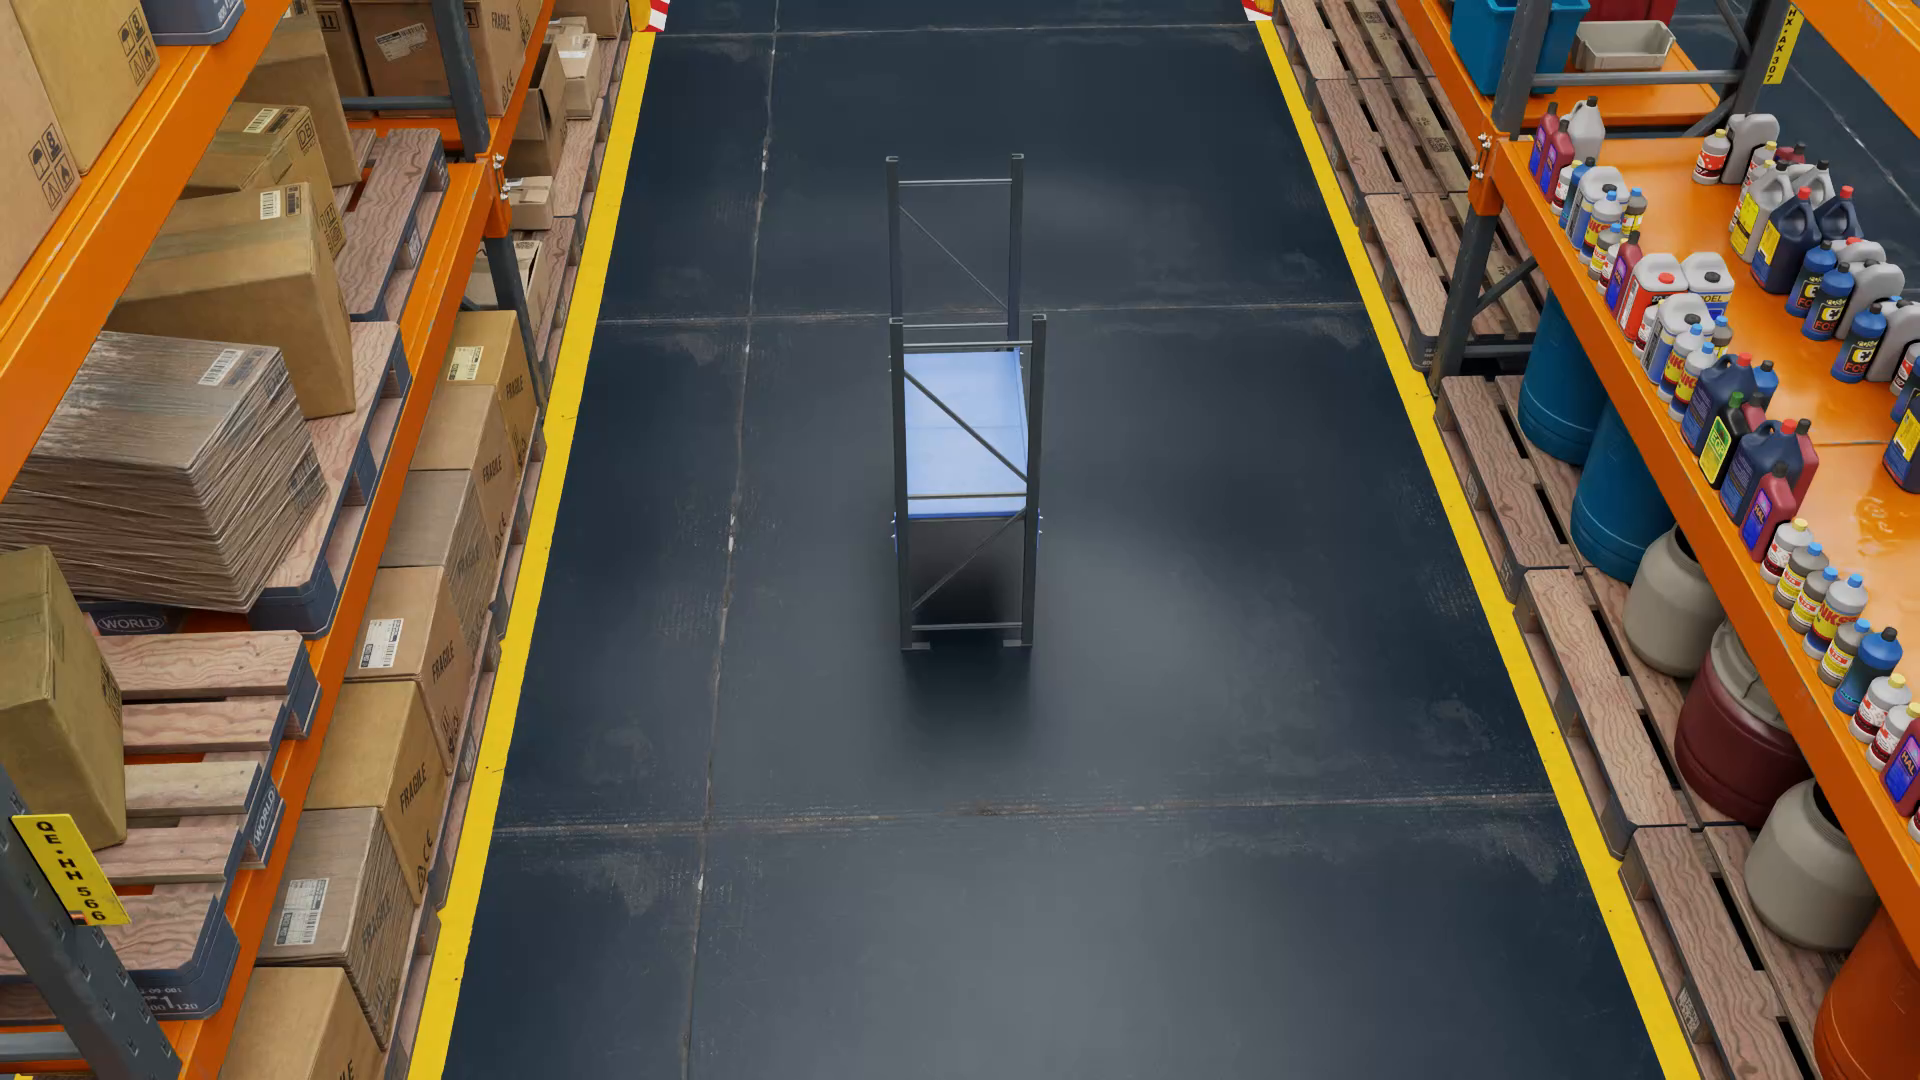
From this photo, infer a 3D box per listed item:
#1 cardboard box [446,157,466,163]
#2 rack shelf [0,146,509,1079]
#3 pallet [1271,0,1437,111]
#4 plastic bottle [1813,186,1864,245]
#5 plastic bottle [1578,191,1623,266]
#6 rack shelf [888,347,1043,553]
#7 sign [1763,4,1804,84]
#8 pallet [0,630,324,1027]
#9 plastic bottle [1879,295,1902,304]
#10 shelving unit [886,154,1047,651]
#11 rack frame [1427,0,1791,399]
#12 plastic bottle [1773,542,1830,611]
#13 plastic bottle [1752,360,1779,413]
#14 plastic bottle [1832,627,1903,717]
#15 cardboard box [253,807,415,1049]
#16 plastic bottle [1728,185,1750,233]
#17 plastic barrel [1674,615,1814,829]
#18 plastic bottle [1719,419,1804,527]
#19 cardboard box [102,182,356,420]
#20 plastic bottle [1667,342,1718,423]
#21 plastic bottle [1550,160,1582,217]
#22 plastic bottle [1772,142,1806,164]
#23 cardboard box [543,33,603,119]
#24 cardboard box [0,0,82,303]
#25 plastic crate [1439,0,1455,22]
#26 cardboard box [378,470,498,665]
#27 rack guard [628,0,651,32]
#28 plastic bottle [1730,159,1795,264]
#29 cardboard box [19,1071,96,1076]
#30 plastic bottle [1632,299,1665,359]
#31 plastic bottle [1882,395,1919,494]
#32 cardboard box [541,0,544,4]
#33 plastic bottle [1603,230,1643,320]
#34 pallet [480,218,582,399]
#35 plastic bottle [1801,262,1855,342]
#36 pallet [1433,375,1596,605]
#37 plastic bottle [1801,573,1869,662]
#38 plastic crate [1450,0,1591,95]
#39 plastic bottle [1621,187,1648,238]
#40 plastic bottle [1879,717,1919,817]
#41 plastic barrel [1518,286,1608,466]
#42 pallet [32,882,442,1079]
[{"bbox_3d":[-2.672,-1.707,8.057,0.500,0.311,0.500,-2,43,-2],"label":"cardboard box"},{"bbox_3d":[-2.247,-0.038,5.104,1.077,0.370,4.000,-2,43,-2],"label":"rack shelf"},{"bbox_3d":[2.443,-2.908,9.766,1.003,0.211,1.213,-2,43,-2],"label":"pallet"},{"bbox_3d":[2.990,-1.039,5.700,0.144,0.351,0.185,-2,43,-2],"label":"plastic bottle"},{"bbox_3d":[2.249,-1.096,5.821,0.097,0.271,0.097,0,43,0],"label":"plastic bottle"},{"bbox_3d":[0.004,-0.363,6.302,0.538,0.185,1.000,-2,43,-2],"label":"rack shelf"},{"bbox_3d":[3.166,-1.910,6.409,0.100,0.325,0.005,-2,43,-2],"label":"sign"},{"bbox_3d":[-2.261,0.662,3.950,1.213,0.211,1.003,-2,43,-2],"label":"pallet"},{"bbox_3d":[3.031,-0.708,5.449,0.097,0.201,0.097,0,43,0],"label":"plastic bottle"},{"bbox_3d":[0.004,-0.495,6.180,0.538,1.500,1.048,-2,43,-2],"label":"shelving unit"},{"bbox_3d":[2.617,-1.793,6.486,1.000,3.000,0.127,-2,43,-2],"label":"rack frame"},{"bbox_3d":[2.322,0.091,4.578,0.097,0.201,0.097,0,43,0],"label":"plastic bottle"},{"bbox_3d":[2.435,-0.434,5.099,0.097,0.271,0.097,0,43,0],"label":"plastic bottle"},{"bbox_3d":[2.338,0.328,4.267,0.097,0.271,0.097,0,43,0],"label":"plastic bottle"},{"bbox_3d":[-1.924,1.138,4.813,0.500,0.500,0.500,-3,43,-3],"label":"cardboard box"},{"bbox_3d":[2.848,-1.200,5.986,0.097,0.201,0.097,0,43,0],"label":"plastic bottle"},{"bbox_3d":[2.701,0.549,5.405,0.600,0.588,0.708,-2,43,-2],"label":"plastic barrel"},{"bbox_3d":[2.329,-0.216,4.802,0.144,0.351,0.185,-2,43,-2],"label":"plastic bottle"},{"bbox_3d":[-2.196,-0.654,4.859,0.700,0.500,0.500,-12,44,-13],"label":"cardboard box"},{"bbox_3d":[2.287,-0.496,5.166,0.097,0.271,0.097,0,43,0],"label":"plastic bottle"},{"bbox_3d":[2.235,-1.293,6.087,0.097,0.201,0.097,0,43,0],"label":"plastic bottle"},{"bbox_3d":[3.012,-1.338,6.077,0.061,0.283,0.133,-2,43,-2],"label":"plastic bottle"},{"bbox_3d":[-2.223,-2.500,8.967,0.500,0.250,0.500,-2,43,-2],"label":"cardboard box"},{"bbox_3d":[-2.236,-0.733,3.036,0.910,0.500,0.500,-2,43,-2],"label":"cardboard box"},{"bbox_3d":[2.301,-2.462,7.375,0.437,0.125,0.590,-2,43,-2],"label":"plastic crate"},{"bbox_3d":[-1.992,0.103,5.942,0.500,0.500,0.500,-1,43,-1],"label":"cardboard box"},{"bbox_3d":[-2.499,-3.381,10.069,1.175,0.500,0.348,-2,43,-2],"label":"rack guard"},{"bbox_3d":[2.839,-1.160,5.832,0.144,0.351,0.185,-2,43,-2],"label":"plastic bottle"},{"bbox_3d":[-2.437,1.182,4.765,0.500,0.500,0.500,0,43,0],"label":"cardboard box"},{"bbox_3d":[2.273,-0.692,5.432,0.097,0.201,0.097,0,43,0],"label":"plastic bottle"},{"bbox_3d":[2.883,-0.325,4.921,0.144,0.351,0.185,-2,43,-2],"label":"plastic bottle"},{"bbox_3d":[-2.126,-2.726,7.430,0.500,0.500,0.500,-2,43,-2],"label":"cardboard box"},{"bbox_3d":[2.244,-0.891,5.588,0.061,0.283,0.133,-2,43,-2],"label":"plastic bottle"},{"bbox_3d":[-2.361,-1.089,7.782,1.003,0.211,1.213,-2,43,-2],"label":"pallet"},{"bbox_3d":[2.875,-0.795,5.492,0.097,0.271,0.097,0,43,0],"label":"plastic bottle"},{"bbox_3d":[2.608,-0.243,6.859,1.003,0.211,1.213,-2,43,-2],"label":"pallet"},{"bbox_3d":[2.330,0.197,4.411,0.097,0.271,0.097,0,43,0],"label":"plastic bottle"},{"bbox_3d":[2.256,-2.115,6.804,0.392,0.384,0.575,-2,43,-2],"label":"plastic crate"},{"bbox_3d":[2.395,-1.165,5.949,0.097,0.201,0.097,0,43,0],"label":"plastic bottle"},{"bbox_3d":[2.333,0.534,4.034,0.061,0.283,0.133,-2,43,-2],"label":"plastic bottle"},{"bbox_3d":[2.623,-0.807,6.652,0.600,0.901,0.708,-2,43,-2],"label":"plastic barrel"},{"bbox_3d":[-2.156,1.570,4.881,1.003,0.211,1.213,-2,43,-2],"label":"pallet"}]
